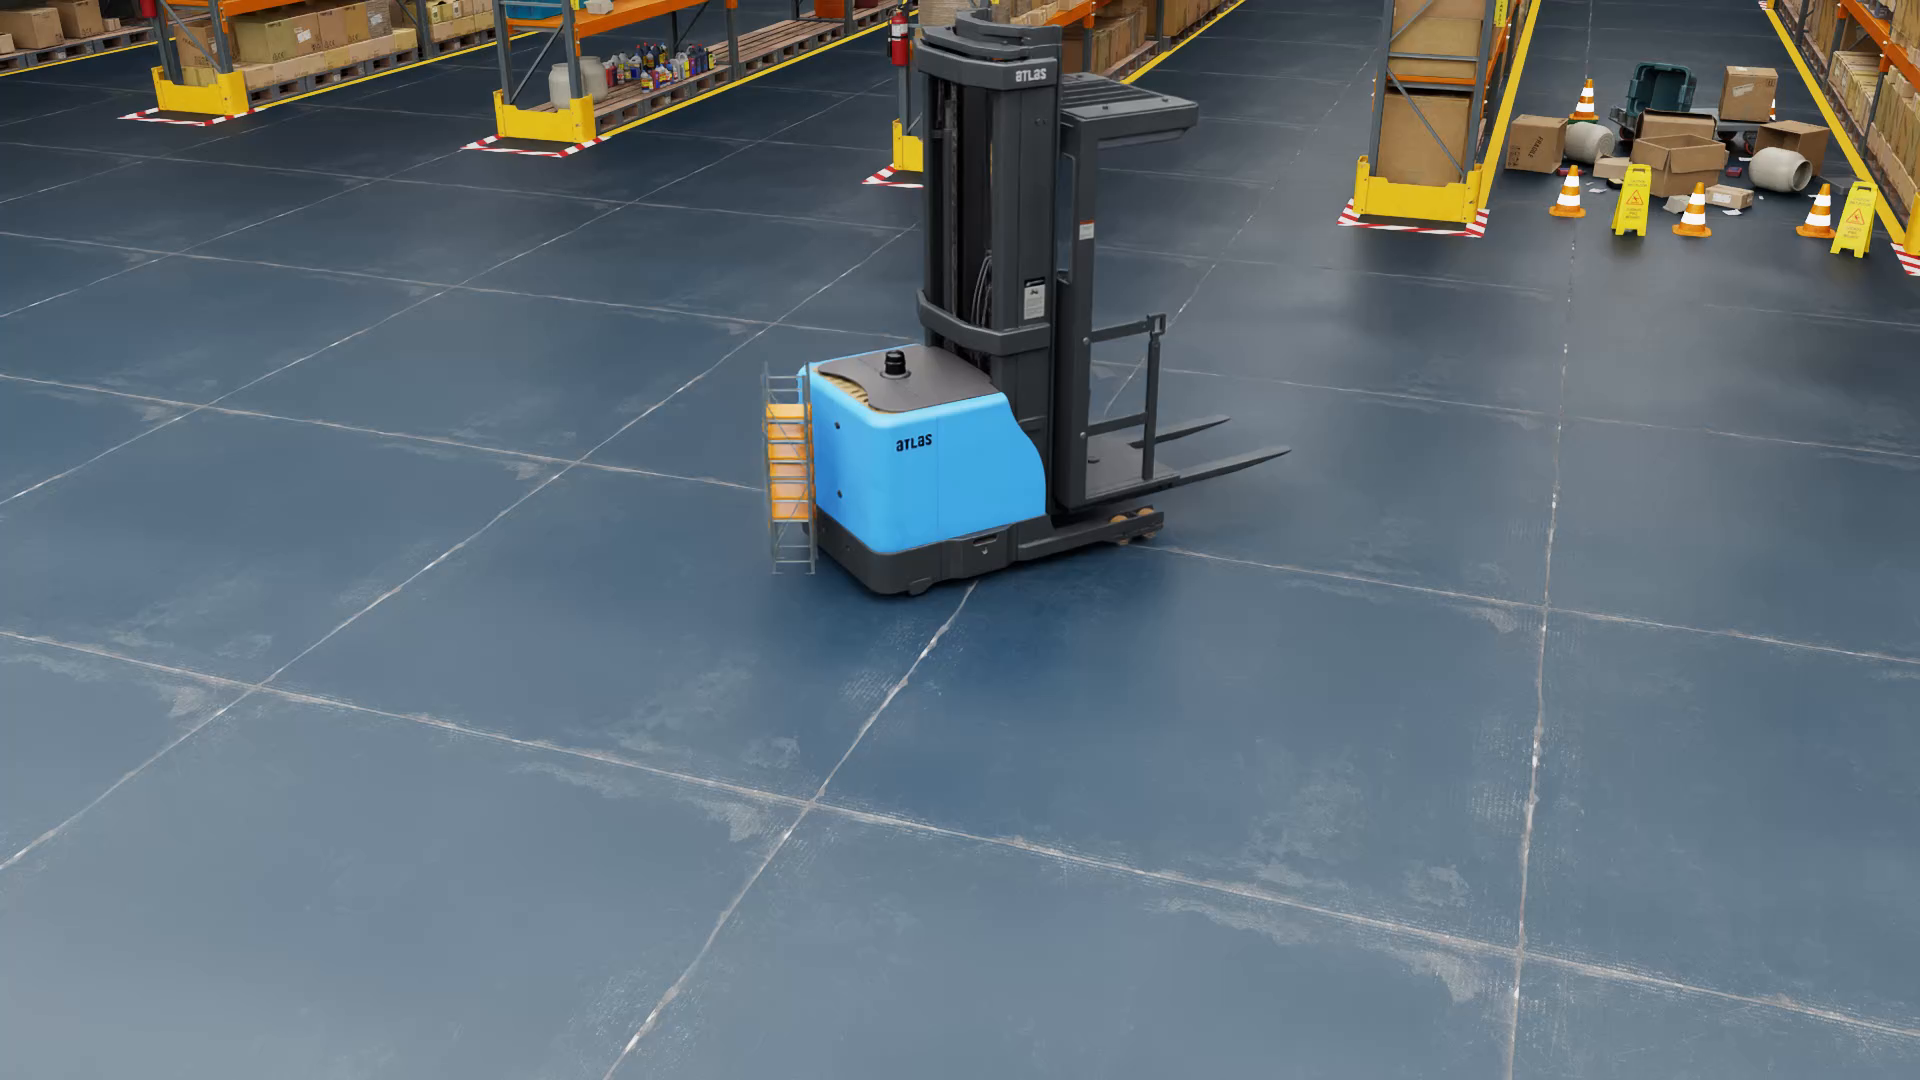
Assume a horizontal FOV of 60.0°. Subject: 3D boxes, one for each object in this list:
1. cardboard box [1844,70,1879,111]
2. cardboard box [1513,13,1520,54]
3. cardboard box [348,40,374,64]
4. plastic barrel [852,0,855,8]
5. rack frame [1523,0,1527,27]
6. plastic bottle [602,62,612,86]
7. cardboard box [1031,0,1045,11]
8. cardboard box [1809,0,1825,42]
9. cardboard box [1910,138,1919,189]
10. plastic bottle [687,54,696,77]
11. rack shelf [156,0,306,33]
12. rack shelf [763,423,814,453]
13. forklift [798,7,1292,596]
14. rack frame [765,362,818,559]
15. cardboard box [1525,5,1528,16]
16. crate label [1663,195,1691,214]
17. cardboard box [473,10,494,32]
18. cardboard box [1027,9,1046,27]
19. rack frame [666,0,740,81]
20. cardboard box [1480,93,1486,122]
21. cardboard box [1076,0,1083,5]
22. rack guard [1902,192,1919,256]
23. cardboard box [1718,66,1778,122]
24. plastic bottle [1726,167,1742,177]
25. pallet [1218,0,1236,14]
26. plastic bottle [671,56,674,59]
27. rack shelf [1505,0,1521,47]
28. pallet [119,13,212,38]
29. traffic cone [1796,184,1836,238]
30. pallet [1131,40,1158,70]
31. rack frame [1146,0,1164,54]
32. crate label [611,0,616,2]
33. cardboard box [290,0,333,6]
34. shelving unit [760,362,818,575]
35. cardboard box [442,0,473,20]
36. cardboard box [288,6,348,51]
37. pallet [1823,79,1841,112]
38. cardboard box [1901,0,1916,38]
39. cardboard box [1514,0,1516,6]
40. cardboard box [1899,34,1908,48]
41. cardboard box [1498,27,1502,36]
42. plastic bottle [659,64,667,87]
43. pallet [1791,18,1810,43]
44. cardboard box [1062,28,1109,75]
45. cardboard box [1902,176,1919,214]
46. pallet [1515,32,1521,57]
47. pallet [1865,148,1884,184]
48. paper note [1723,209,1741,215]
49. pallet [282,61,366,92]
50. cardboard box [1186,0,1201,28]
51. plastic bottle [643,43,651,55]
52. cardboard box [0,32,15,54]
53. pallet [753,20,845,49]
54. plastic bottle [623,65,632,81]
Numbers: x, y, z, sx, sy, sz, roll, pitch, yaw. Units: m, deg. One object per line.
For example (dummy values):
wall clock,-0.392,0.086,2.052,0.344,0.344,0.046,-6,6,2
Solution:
cardboard box,11.155,-5.344,19.879,0.950,0.372,0.625,10,27,19
cardboard box,7.622,-7.178,23.519,0.500,0.500,0.500,8,27,15
cardboard box,-8.446,-6.733,22.887,0.500,0.250,0.500,9,27,17
plastic barrel,-1.918,-8.857,26.974,0.421,0.512,0.421,0,26,0
rack frame,8.477,-9.504,25.937,1.000,3.000,0.127,9,27,17
plastic bottle,-4.523,-5.942,21.200,0.152,0.276,0.135,9,27,18
cardboard box,0.487,-6.360,18.988,0.875,0.500,0.500,9,27,17
cardboard box,13.048,-7.794,24.361,0.875,0.875,0.875,10,27,19
cardboard box,9.206,-3.552,15.457,0.500,0.500,0.500,9,27,18
plastic bottle,-3.521,-6.212,21.751,0.061,0.283,0.133,11,28,21
rack shelf,-8.835,-7.270,22.148,1.077,0.370,4.000,9,27,17
rack shelf,-0.934,-0.556,9.067,0.258,0.103,0.180,0,27,1
forklift,0.608,-1.477,9.437,3.031,2.935,1.130,-14,29,-27
rack frame,-0.933,-0.424,9.238,0.240,1.200,0.006,0,27,1
cardboard box,8.901,-8.513,26.679,0.380,0.149,0.250,8,27,15
crate label,7.155,-3.325,16.460,0.250,0.136,0.298,-5,26,-9
cardboard box,-7.460,-7.920,25.338,0.500,0.250,0.500,8,27,16
cardboard box,0.751,-5.905,18.792,0.380,0.149,0.250,9,27,17
rack frame,-3.499,-7.695,22.202,1.000,3.000,0.127,9,27,17
cardboard box,5.540,-5.201,19.005,0.875,0.875,0.875,9,27,18
cardboard box,1.285,-6.632,20.293,0.380,0.149,0.250,9,27,17
rack guard,9.211,-2.802,14.964,1.175,0.500,0.348,9,27,17
cardboard box,8.828,-5.002,18.637,0.500,0.500,0.500,9,27,17
plastic bottle,8.319,-3.959,17.857,0.133,0.061,0.283,14,29,26
pallet,4.160,-9.311,28.738,1.003,0.211,1.213,9,27,17
plastic bottle,-3.718,-6.157,21.637,0.061,0.283,0.133,9,27,17
rack shelf,6.481,-6.714,21.001,1.077,0.370,4.000,9,27,17
pallet,-12.584,-8.197,26.438,1.003,0.211,1.213,9,27,17
traffic cone,8.112,-3.118,15.659,0.336,0.463,0.334,9,27,17
pallet,2.241,-7.045,24.058,1.003,0.211,1.213,9,27,17
rack frame,2.502,-8.621,24.113,1.000,3.000,0.127,9,27,17
crate label,-4.473,-6.863,20.442,0.502,0.435,0.616,9,27,17
cardboard box,-8.951,-7.148,22.884,0.500,0.500,0.500,9,27,17
shelving unit,-0.934,-0.382,9.157,0.258,1.200,0.189,0,27,1
cardboard box,-7.625,-7.958,24.773,0.500,0.311,0.500,8,27,17
cardboard box,-8.610,-6.865,22.298,0.500,0.500,0.500,9,27,17
pallet,11.586,-5.608,21.090,1.003,0.211,1.213,9,27,17
cardboard box,9.962,-5.369,16.940,0.500,0.500,0.500,9,27,17
cardboard box,6.411,-6.646,19.920,0.500,0.500,0.500,9,27,18
cardboard box,10.074,-5.233,17.403,0.380,0.149,0.250,10,27,19
cardboard box,5.542,-5.901,18.324,0.875,0.550,0.550,9,27,17
plastic bottle,-3.786,-5.903,21.127,0.097,0.271,0.097,0,26,0
pallet,13.506,-7.874,25.770,1.003,0.211,1.213,9,27,17
cardboard box,1.572,-6.493,22.081,0.700,0.500,0.500,9,27,17
cardboard box,9.209,-3.229,15.650,0.500,0.250,0.500,9,27,17
pallet,7.815,-7.426,24.844,1.003,0.211,1.213,9,27,17
pallet,10.326,-4.004,17.777,1.003,0.211,1.213,9,27,17
paper note,7.623,-3.237,16.400,0.148,0.019,0.142,0,26,-1
pallet,-8.878,-6.336,22.595,1.003,0.211,1.213,9,27,17
cardboard box,3.056,-8.499,25.818,1.225,0.875,0.875,9,27,18
plastic bottle,-4.159,-6.430,22.122,0.144,0.351,0.185,10,27,19
cardboard box,-13.668,-6.982,23.308,0.500,0.311,0.500,11,28,22
pallet,-2.463,-7.771,25.558,1.003,0.211,1.213,9,27,17
plastic bottle,-4.297,-6.034,21.477,0.097,0.201,0.097,0,26,0
